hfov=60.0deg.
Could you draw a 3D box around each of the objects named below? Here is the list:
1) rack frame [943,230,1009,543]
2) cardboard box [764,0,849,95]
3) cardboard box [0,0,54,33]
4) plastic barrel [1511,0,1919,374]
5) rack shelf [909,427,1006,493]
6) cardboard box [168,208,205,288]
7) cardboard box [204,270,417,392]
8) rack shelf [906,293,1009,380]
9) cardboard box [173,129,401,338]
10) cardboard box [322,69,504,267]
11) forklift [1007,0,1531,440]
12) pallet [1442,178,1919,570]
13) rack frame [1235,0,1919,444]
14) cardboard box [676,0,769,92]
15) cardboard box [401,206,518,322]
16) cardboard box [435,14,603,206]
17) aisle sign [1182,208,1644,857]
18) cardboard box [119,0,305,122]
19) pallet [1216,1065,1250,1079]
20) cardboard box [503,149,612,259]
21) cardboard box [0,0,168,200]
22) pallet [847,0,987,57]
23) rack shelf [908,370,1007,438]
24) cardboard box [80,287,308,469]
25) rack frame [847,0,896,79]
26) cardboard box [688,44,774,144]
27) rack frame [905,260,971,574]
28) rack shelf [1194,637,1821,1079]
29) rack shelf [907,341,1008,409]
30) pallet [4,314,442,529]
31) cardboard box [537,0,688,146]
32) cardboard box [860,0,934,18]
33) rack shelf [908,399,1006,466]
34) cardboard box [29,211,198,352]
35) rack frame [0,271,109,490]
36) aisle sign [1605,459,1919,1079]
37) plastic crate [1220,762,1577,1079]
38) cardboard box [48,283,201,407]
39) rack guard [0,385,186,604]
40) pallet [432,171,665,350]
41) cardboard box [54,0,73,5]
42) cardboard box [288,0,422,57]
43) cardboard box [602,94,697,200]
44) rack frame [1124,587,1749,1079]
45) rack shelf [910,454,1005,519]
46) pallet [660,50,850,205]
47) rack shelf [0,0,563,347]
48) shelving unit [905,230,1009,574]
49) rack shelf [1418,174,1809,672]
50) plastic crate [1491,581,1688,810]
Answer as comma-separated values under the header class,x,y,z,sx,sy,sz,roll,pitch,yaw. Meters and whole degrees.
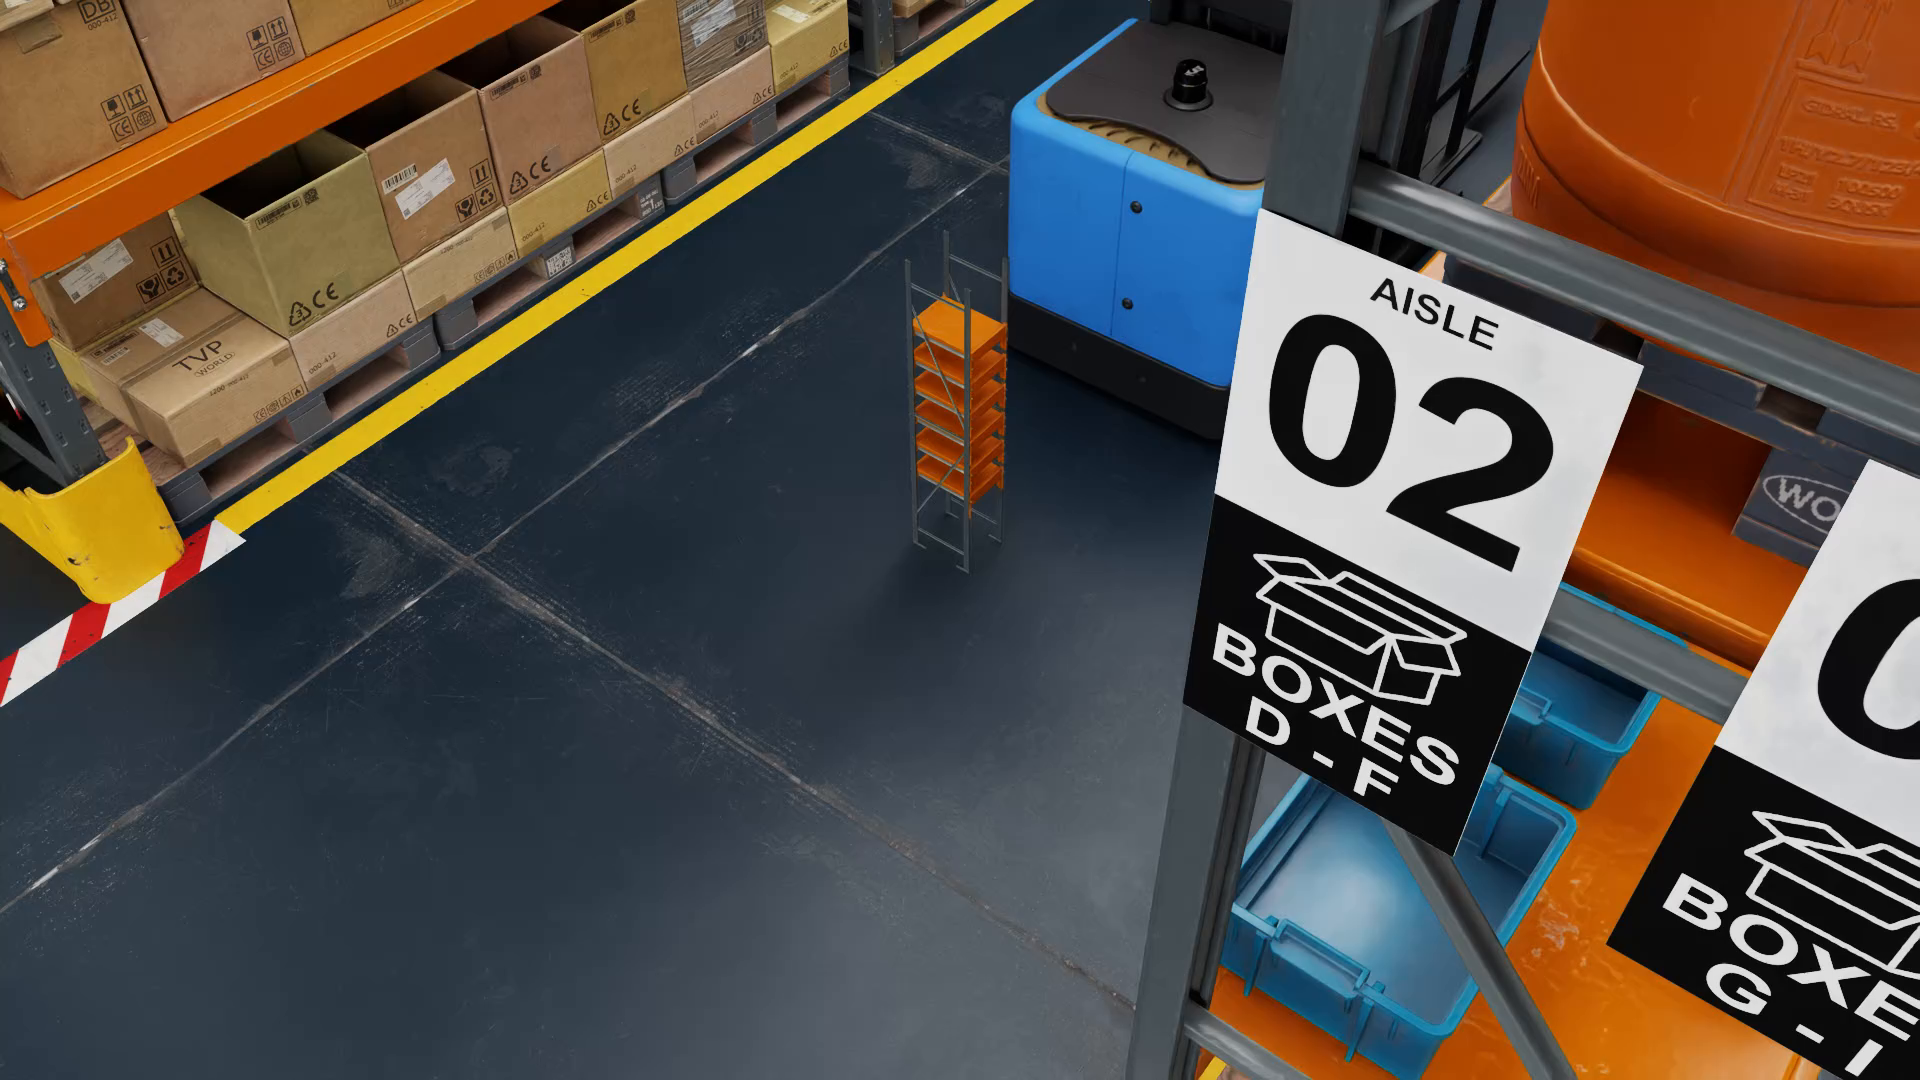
class,x,y,z,sx,sy,sz,roll,pitch,yaw
rack frame,0.047,-0.459,5.358,0.240,1.200,0.006,29,53,25
cardboard box,-0.851,-2.295,7.479,0.500,0.250,0.500,29,53,25
cardboard box,-2.776,-1.561,4.649,0.380,0.149,0.250,29,53,25
plastic barrel,0.928,-0.644,1.629,0.600,0.830,0.708,29,53,25
rack shelf,-0.009,-0.293,5.427,0.258,0.103,0.180,29,53,25
cardboard box,-2.796,-1.097,6.335,0.500,0.250,0.500,29,53,25
cardboard box,-2.379,-0.864,6.112,0.500,0.250,0.500,29,53,25
rack shelf,-0.009,-0.624,5.080,0.258,0.103,0.180,29,53,25
cardboard box,-2.378,-1.122,5.840,0.500,0.500,0.500,29,53,25
cardboard box,-2.082,-1.414,6.119,0.500,0.500,0.500,29,53,25
forklift,1.443,-2.397,6.012,1.130,2.935,3.031,28,53,24
pallet,1.315,-0.382,2.096,1.003,0.211,1.213,29,53,25
rack frame,0.732,-1.053,0.533,1.000,3.000,0.127,29,53,25
cardboard box,-1.166,-2.273,6.939,0.500,0.500,0.500,29,53,25
cardboard box,-2.073,-1.150,6.385,0.500,0.250,0.500,29,53,25
cardboard box,-1.763,-1.693,6.385,0.500,0.500,0.500,29,53,25
aisle sign,0.452,0.031,1.848,0.394,0.787,0.004,29,53,25
cardboard box,-2.573,-1.771,5.299,0.700,0.500,0.500,31,53,26
pallet,1.242,1.456,4.213,1.003,0.211,1.213,29,53,25
cardboard box,-1.764,-1.434,6.657,0.500,0.250,0.500,29,53,25
cardboard box,-2.890,-1.469,5.009,0.700,0.500,0.500,29,53,25
pallet,-0.321,-2.937,8.410,1.003,0.211,1.213,29,53,25
rack shelf,-0.009,-0.458,5.254,0.258,0.103,0.180,29,53,25
cardboard box,-2.682,-0.576,5.837,0.500,0.250,0.500,29,53,25
rack frame,-0.740,-3.462,6.982,1.000,3.000,0.127,29,53,25
cardboard box,-1.164,-2.013,7.210,0.500,0.250,0.500,29,53,25
rack frame,-0.065,-0.354,5.258,0.240,1.200,0.006,29,53,25
rack shelf,1.954,0.123,4.055,1.077,0.370,4.000,29,53,25
rack shelf,-0.009,-0.541,5.167,0.258,0.103,0.180,29,53,25
pallet,-2.752,-0.666,6.240,1.003,0.211,1.213,29,53,25
cardboard box,-1.469,-1.985,6.664,0.500,0.500,0.500,29,53,25
cardboard box,-0.298,-2.778,7.940,0.500,0.250,0.500,28,52,24
rack shelf,-0.009,-0.375,5.340,0.258,0.103,0.180,29,53,25
cardboard box,-3.094,-1.065,5.786,0.500,0.500,0.500,29,53,25
rack frame,-3.186,-1.173,4.796,1.000,3.000,0.127,29,53,25
aisle sign,0.919,0.292,1.599,0.394,0.787,0.004,29,53,25
plastic crate,0.801,0.652,3.156,0.499,0.251,0.616,29,53,25
cardboard box,-3.092,-0.805,6.056,0.500,0.250,0.500,29,53,25
rack guard,-3.201,-0.296,5.687,1.175,0.500,0.348,29,53,25
pallet,-2.005,-1.361,6.904,1.003,0.211,1.213,29,53,25
cardboard box,-2.616,-1.713,4.794,0.380,0.149,0.250,28,52,24
cardboard box,-2.265,-2.053,5.567,0.700,0.500,0.500,30,53,25
cardboard box,-1.458,-1.720,6.930,0.500,0.250,0.500,29,53,25
rack frame,0.732,1.019,2.702,1.000,3.000,0.127,29,53,25
rack shelf,-0.009,-0.210,5.514,0.258,0.103,0.180,29,53,25
pallet,-1.260,-2.062,7.574,1.003,0.211,1.213,29,53,25
rack shelf,-1.963,-2.069,6.149,1.077,0.370,4.000,29,53,25
shelving unit,-0.009,-0.406,5.308,0.258,1.200,0.189,29,53,25
rack shelf,1.954,-0.913,2.971,1.077,0.370,4.000,29,53,25
plastic crate,1.202,0.283,3.508,0.499,0.251,0.408,29,53,25
